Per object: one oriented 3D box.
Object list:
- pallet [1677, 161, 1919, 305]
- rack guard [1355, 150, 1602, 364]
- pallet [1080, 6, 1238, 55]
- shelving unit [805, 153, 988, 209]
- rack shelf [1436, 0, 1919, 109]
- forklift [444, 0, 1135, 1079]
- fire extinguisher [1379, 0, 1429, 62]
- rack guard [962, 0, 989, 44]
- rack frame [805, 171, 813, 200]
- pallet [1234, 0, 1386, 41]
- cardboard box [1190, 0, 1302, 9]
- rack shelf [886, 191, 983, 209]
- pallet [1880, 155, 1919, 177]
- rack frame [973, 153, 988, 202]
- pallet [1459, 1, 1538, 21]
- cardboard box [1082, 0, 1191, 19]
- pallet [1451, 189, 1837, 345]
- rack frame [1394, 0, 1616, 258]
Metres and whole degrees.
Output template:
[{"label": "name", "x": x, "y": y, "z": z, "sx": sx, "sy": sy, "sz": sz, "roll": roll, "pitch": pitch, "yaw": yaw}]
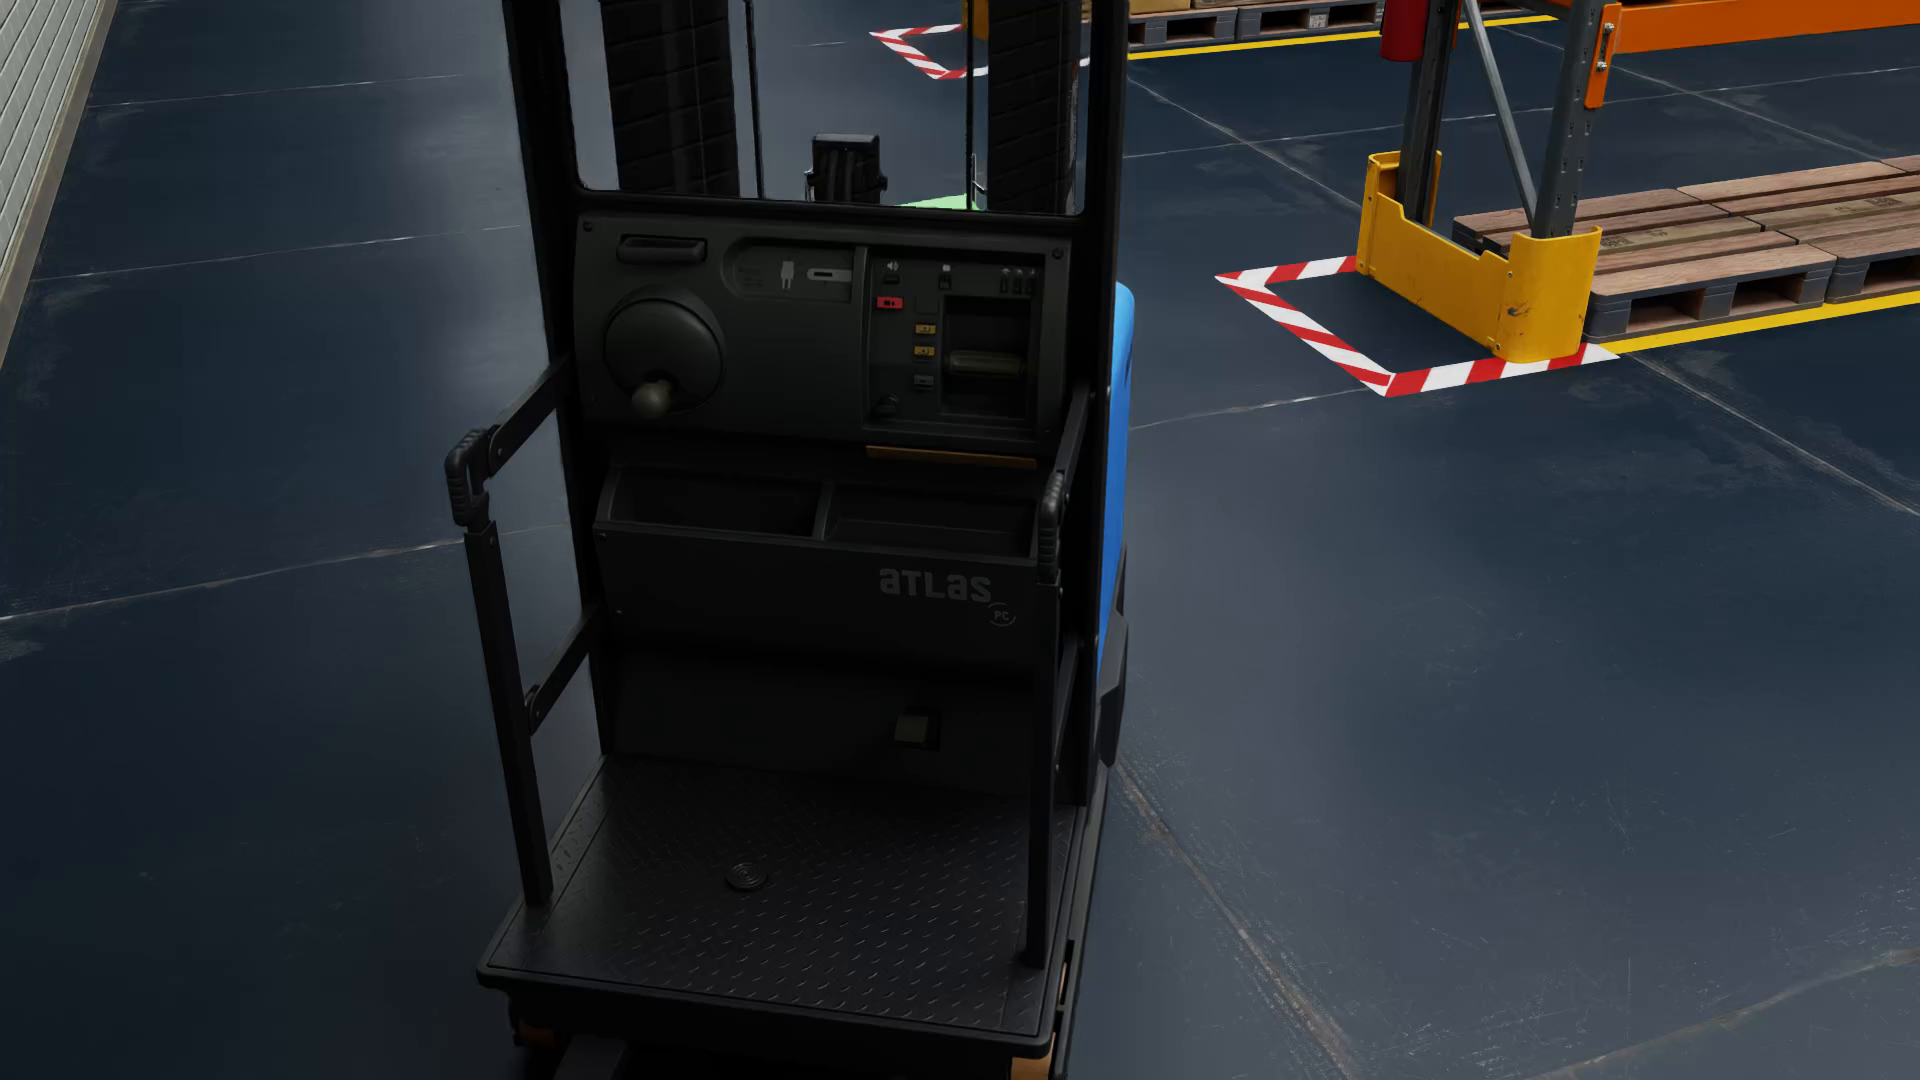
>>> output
[{"label": "pallet", "x": 4.039, "y": -1.410, "z": 7.511, "sx": 1.213, "sy": 0.211, "sz": 1.003, "roll": -10, "pitch": 31, "yaw": -18}, {"label": "rack guard", "x": 2.093, "y": -1.192, "z": 6.837, "sx": 0.348, "sy": 0.500, "sz": 1.175, "roll": -10, "pitch": 31, "yaw": -18}, {"label": "pallet", "x": 1.106, "y": -3.549, "z": 11.266, "sx": 1.213, "sy": 0.211, "sz": 1.003, "roll": -10, "pitch": 31, "yaw": -18}, {"label": "shelving unit", "x": -0.155, "y": -0.493, "z": 4.903, "sx": 0.503, "sy": 1.200, "sz": 0.258, "roll": -10, "pitch": 31, "yaw": -18}, {"label": "rack shelf", "x": 3.986, "y": -2.321, "z": 7.020, "sx": 4.000, "sy": 0.370, "sz": 1.077, "roll": -10, "pitch": 31, "yaw": -18}, {"label": "forklift", "x": -0.298, "y": -0.342, "z": 2.889, "sx": 1.130, "sy": 2.935, "sz": 3.031, "roll": 5, "pitch": 30, "yaw": 8}, {"label": "fire extinguisher", "x": 1.811, "y": -2.277, "z": 6.672, "sx": 0.183, "sy": 0.674, "sz": 0.296, "roll": -10, "pitch": 31, "yaw": -18}, {"label": "rack guard", "x": 0.362, "y": -3.496, "z": 10.881, "sx": 0.348, "sy": 0.500, "sz": 1.175, "roll": -10, "pitch": 31, "yaw": -18}, {"label": "rack frame", "x": -0.384, "y": -0.451, "z": 4.829, "sx": 0.015, "sy": 1.200, "sz": 0.240, "roll": -10, "pitch": 31, "yaw": -18}, {"label": "pallet", "x": 2.248, "y": -3.758, "z": 11.632, "sx": 1.213, "sy": 0.211, "sz": 1.003, "roll": -10, "pitch": 31, "yaw": -18}, {"label": "cardboard box", "x": 1.809, "y": -4.150, "z": 11.226, "sx": 0.875, "sy": 0.875, "sz": 0.875, "roll": -10, "pitch": 31, "yaw": -18}, {"label": "rack shelf", "x": -0.155, "y": -0.854, "z": 4.697, "sx": 0.480, "sy": 0.148, "sz": 0.258, "roll": -10, "pitch": 31, "yaw": -18}, {"label": "pallet", "x": 5.184, "y": -1.622, "z": 7.884, "sx": 1.213, "sy": 0.211, "sz": 1.003, "roll": -10, "pitch": 31, "yaw": -18}, {"label": "rack frame", "x": 0.074, "y": -0.535, "z": 4.977, "sx": 0.015, "sy": 1.200, "sz": 0.240, "roll": -10, "pitch": 31, "yaw": -18}, {"label": "pallet", "x": 3.393, "y": -3.970, "z": 12.005, "sx": 1.213, "sy": 0.211, "sz": 1.003, "roll": -10, "pitch": 31, "yaw": -18}, {"label": "cardboard box", "x": 0.956, "y": -3.993, "z": 10.951, "sx": 0.875, "sy": 0.875, "sz": 0.875, "roll": -10, "pitch": 31, "yaw": -18}, {"label": "pallet", "x": 2.898, "y": -1.201, "z": 7.145, "sx": 1.213, "sy": 0.211, "sz": 1.003, "roll": -10, "pitch": 31, "yaw": -18}, {"label": "rack frame", "x": 2.111, "y": -2.288, "z": 6.236, "sx": 0.127, "sy": 3.000, "sz": 1.000, "roll": -10, "pitch": 31, "yaw": -18}]
